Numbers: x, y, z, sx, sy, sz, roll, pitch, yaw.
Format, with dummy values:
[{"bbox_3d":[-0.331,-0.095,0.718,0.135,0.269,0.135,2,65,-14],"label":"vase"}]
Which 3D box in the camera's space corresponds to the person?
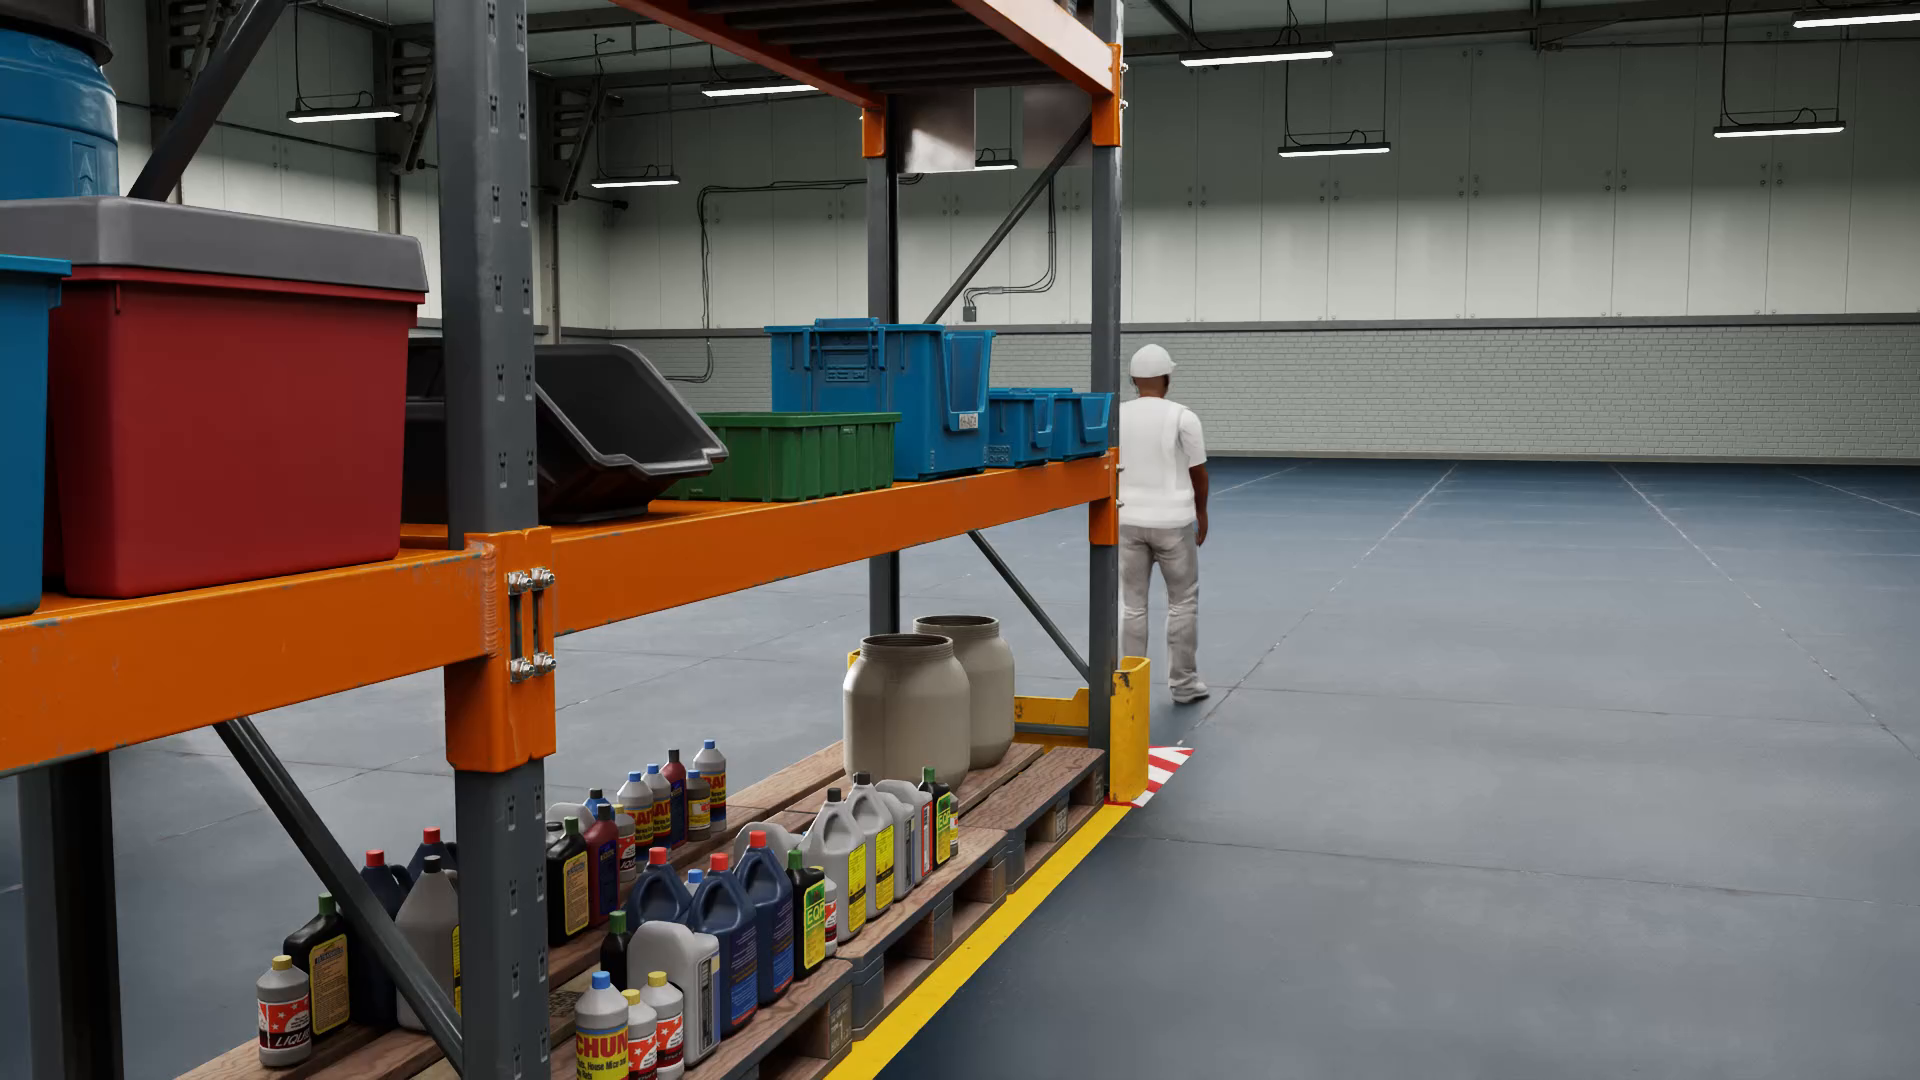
[{"bbox_3d":[0.976,-0.082,8.272,0.560,1.767,0.493,3,6,26],"label":"person"}]
